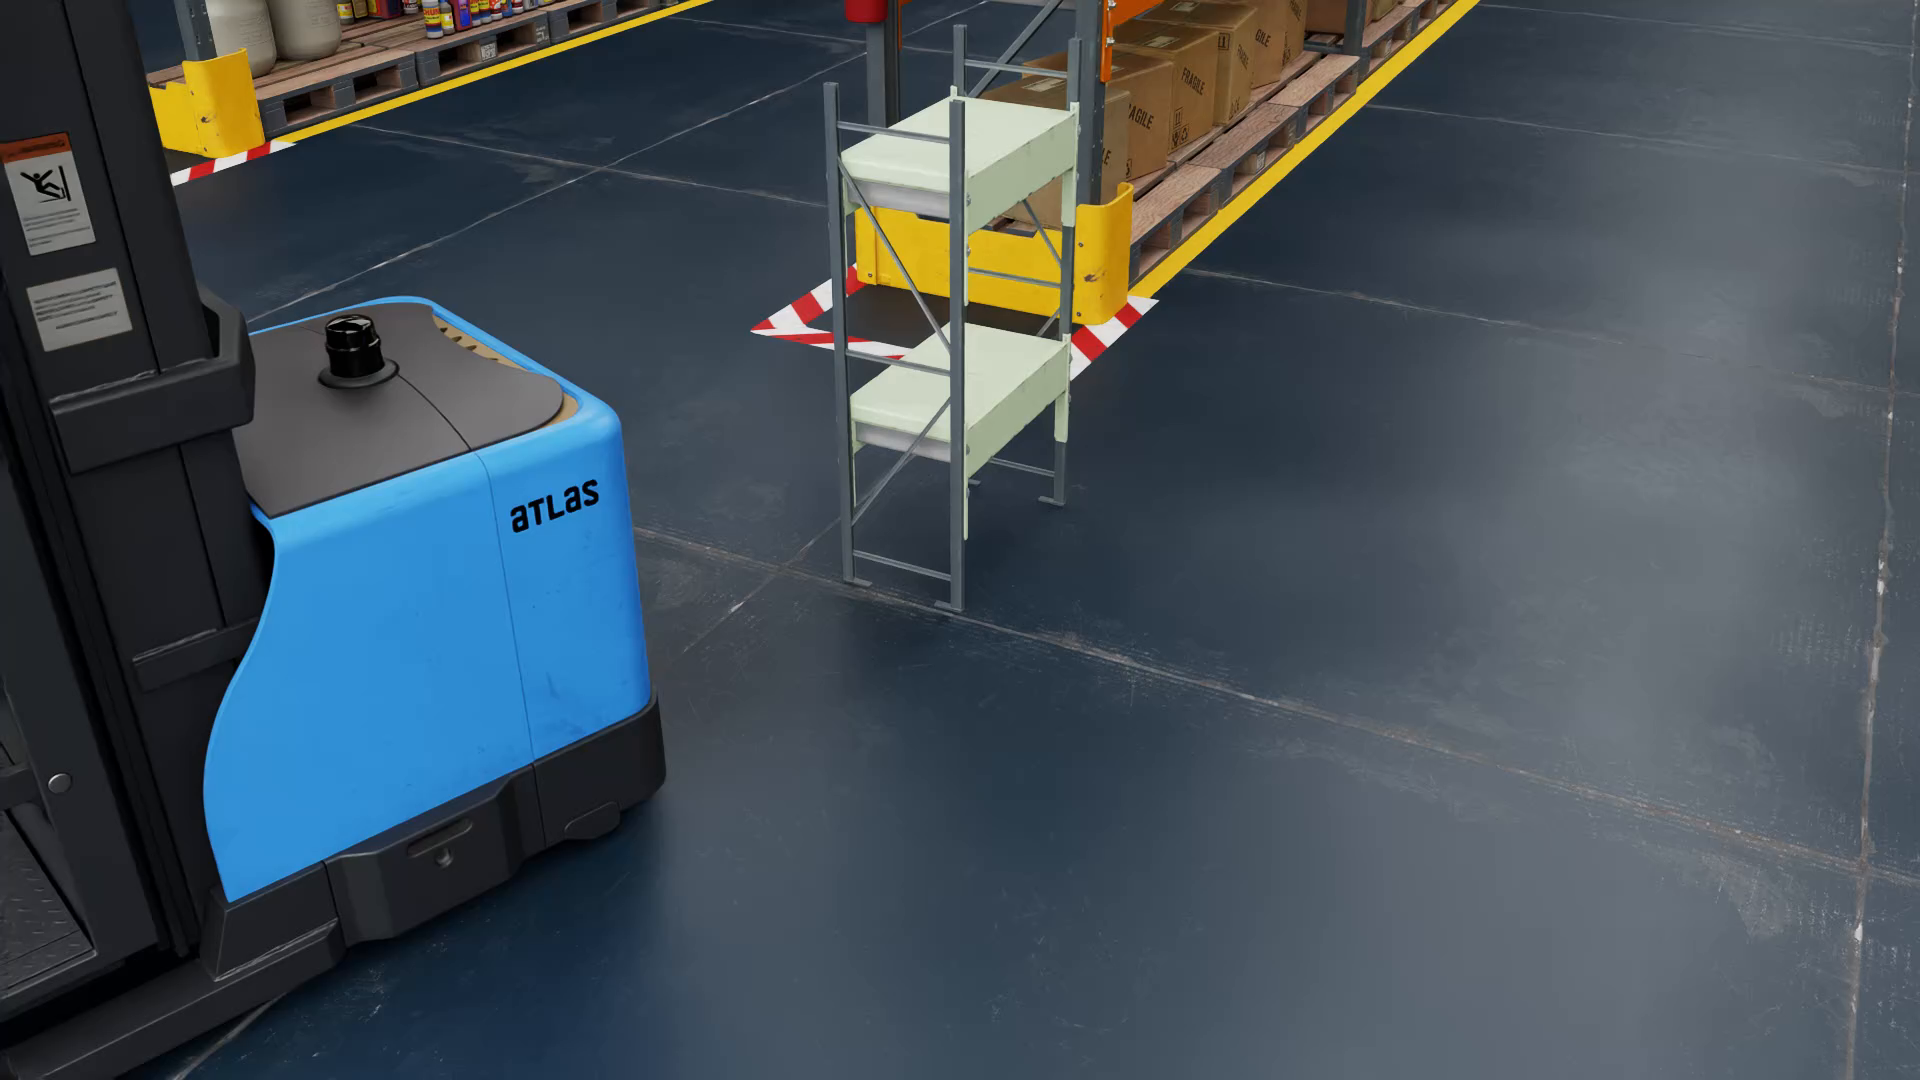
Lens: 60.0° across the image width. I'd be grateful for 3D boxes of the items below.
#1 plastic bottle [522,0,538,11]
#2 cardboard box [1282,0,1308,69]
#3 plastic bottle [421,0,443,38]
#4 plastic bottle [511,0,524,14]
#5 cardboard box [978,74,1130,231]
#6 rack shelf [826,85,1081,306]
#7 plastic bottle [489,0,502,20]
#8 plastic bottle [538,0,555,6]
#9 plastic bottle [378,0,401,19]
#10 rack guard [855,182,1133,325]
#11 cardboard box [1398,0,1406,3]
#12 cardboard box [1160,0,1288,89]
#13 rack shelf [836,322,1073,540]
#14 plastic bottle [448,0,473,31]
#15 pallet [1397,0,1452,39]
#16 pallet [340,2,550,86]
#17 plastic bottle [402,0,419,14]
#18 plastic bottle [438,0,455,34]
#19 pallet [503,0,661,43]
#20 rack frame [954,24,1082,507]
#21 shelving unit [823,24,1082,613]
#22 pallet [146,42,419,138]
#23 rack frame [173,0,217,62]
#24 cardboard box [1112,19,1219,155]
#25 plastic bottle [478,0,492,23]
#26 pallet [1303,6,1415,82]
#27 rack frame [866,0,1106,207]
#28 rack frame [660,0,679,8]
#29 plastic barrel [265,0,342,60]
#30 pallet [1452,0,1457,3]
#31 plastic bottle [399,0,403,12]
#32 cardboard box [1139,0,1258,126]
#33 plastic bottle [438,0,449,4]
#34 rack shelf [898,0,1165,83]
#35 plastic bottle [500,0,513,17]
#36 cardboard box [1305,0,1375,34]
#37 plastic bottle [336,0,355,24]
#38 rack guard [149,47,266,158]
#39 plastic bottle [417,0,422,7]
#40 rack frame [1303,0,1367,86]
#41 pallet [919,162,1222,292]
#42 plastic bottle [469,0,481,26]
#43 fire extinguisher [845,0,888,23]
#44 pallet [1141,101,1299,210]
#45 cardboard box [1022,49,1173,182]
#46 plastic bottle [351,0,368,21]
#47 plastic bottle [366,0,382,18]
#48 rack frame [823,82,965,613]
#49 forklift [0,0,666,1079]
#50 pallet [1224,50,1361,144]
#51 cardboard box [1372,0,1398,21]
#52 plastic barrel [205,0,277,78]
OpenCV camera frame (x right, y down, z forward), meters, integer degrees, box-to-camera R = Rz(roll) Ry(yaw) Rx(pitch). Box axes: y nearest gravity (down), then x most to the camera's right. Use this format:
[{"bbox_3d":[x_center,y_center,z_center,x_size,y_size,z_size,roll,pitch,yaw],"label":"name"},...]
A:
[{"bbox_3d":[-2.843,-3.594,10.790,0.152,0.276,0.135,15,33,24],"label":"plastic bottle"},{"bbox_3d":[1.697,-3.041,9.622,0.500,0.500,0.500,13,32,22],"label":"cardboard box"},{"bbox_3d":[-3.213,-3.202,10.113,0.097,0.271,0.097,0,30,0],"label":"plastic bottle"},{"bbox_3d":[-2.873,-3.503,10.707,0.097,0.201,0.097,0,30,0],"label":"plastic bottle"},{"bbox_3d":[0.392,-1.709,7.303,0.500,0.500,0.500,21,36,32],"label":"cardboard box"},{"bbox_3d":[-0.003,-0.986,4.677,0.431,0.370,0.720,14,33,23],"label":"rack shelf"},{"bbox_3d":[-2.966,-3.412,10.548,0.097,0.201,0.097,0,30,0],"label":"plastic bottle"},{"bbox_3d":[-2.766,-3.698,10.896,0.144,0.351,0.185,14,33,23],"label":"plastic bottle"},{"bbox_3d":[-3.636,-3.470,10.566,0.061,0.283,0.133,14,33,23],"label":"plastic bottle"},{"bbox_3d":[0.127,-1.288,6.991,1.175,0.500,0.348,14,33,23],"label":"rack guard"},{"bbox_3d":[2.702,-3.941,11.169,0.700,0.500,0.500,11,32,19],"label":"cardboard box"},{"bbox_3d":[1.443,-2.786,9.177,0.500,0.500,0.500,-26,39,-37],"label":"cardboard box"},{"bbox_3d":[-0.003,-0.365,5.034,0.431,0.370,0.720,14,33,23],"label":"rack shelf"},{"bbox_3d":[-3.094,-3.304,10.277,0.061,0.283,0.133,15,33,24],"label":"plastic bottle"},{"bbox_3d":[2.823,-3.791,11.639,1.003,0.211,1.213,14,33,23],"label":"pallet"},{"bbox_3d":[-3.392,-3.195,10.601,1.003,0.211,1.213,14,33,23],"label":"pallet"},{"bbox_3d":[-3.548,-3.500,10.700,0.097,0.201,0.097,0,30,0],"label":"plastic bottle"},{"bbox_3d":[-3.166,-3.218,10.210,0.097,0.201,0.097,0,30,0],"label":"plastic bottle"},{"bbox_3d":[-2.837,-3.738,11.547,1.003,0.211,1.213,14,33,23],"label":"pallet"},{"bbox_3d":[0.164,-0.810,5.154,0.400,1.500,0.023,14,33,23],"label":"rack frame"},{"bbox_3d":[-0.003,-0.647,4.871,0.431,1.500,0.755,14,33,23],"label":"shelving unit"},{"bbox_3d":[-3.949,-2.656,9.663,1.003,0.211,1.213,14,33,23],"label":"pallet"},{"bbox_3d":[-4.317,-3.462,8.266,1.000,3.000,0.127,14,33,23],"label":"rack frame"},{"bbox_3d":[0.936,-2.255,8.254,0.500,0.500,0.500,18,34,28],"label":"cardboard box"},{"bbox_3d":[-3.011,-3.399,10.454,0.097,0.271,0.097,0,30,0],"label":"plastic bottle"},{"bbox_3d":[2.268,-3.248,10.693,1.003,0.211,1.213,14,33,23],"label":"pallet"},{"bbox_3d":[0.093,-2.338,6.310,1.000,3.000,0.127,14,33,23],"label":"rack frame"},{"bbox_3d":[-2.494,-5.235,11.354,1.000,3.000,0.127,14,33,23],"label":"rack frame"},{"bbox_3d":[-3.856,-3.096,9.706,0.421,0.512,0.421,0,30,0],"label":"plastic barrel"},{"bbox_3d":[3.380,-4.329,12.577,1.003,0.211,1.213,14,33,23],"label":"pallet"},{"bbox_3d":[-3.668,-3.552,10.717,0.152,0.276,0.135,13,32,22],"label":"plastic bottle"},{"bbox_3d":[1.230,-2.493,8.667,0.500,0.500,0.500,11,32,19],"label":"cardboard box"},{"bbox_3d":[-3.368,-3.686,10.951,0.152,0.276,0.135,14,33,23],"label":"plastic bottle"},{"bbox_3d":[1.004,-2.913,8.033,1.077,0.370,4.000,14,33,23],"label":"rack shelf"},{"bbox_3d":[-2.919,-3.489,10.611,0.097,0.271,0.097,0,30,0],"label":"plastic bottle"},{"bbox_3d":[2.214,-3.486,10.376,0.700,0.500,0.500,12,32,20],"label":"cardboard box"},{"bbox_3d":[-3.870,-3.353,10.444,0.097,0.201,0.097,0,30,0],"label":"plastic bottle"},{"bbox_3d":[-4.324,-2.422,8.966,1.175,0.500,0.348,14,33,23],"label":"rack guard"},{"bbox_3d":[-3.596,-3.659,10.828,0.144,0.351,0.185,16,33,25],"label":"plastic bottle"},{"bbox_3d":[1.915,-4.111,9.397,1.000,3.000,0.127,14,33,23],"label":"rack frame"},{"bbox_3d":[0.529,-1.515,7.676,1.003,0.211,1.213,14,33,23],"label":"pallet"},{"bbox_3d":[-3.057,-3.354,10.377,0.097,0.271,0.097,0,30,0],"label":"plastic bottle"},{"bbox_3d":[-0.370,-2.358,6.423,0.296,0.674,0.183,14,33,23],"label":"fire extinguisher"},{"bbox_3d":[1.086,-2.054,8.614,1.003,0.211,1.213,14,33,23],"label":"pallet"},{"bbox_3d":[0.634,-1.982,7.778,0.500,0.500,0.500,24,38,36],"label":"cardboard box"},{"bbox_3d":[-3.833,-3.444,10.521,0.061,0.283,0.133,15,33,24],"label":"plastic bottle"},{"bbox_3d":[-3.731,-3.491,10.610,0.152,0.276,0.135,15,33,24],"label":"plastic bottle"},{"bbox_3d":[-0.170,-0.485,4.589,0.400,1.500,0.023,14,33,23],"label":"rack frame"},{"bbox_3d":[-2.151,-0.305,2.837,3.031,2.935,1.130,-24,38,-36],"label":"forklift"},{"bbox_3d":[1.640,-2.596,9.559,1.003,0.211,1.213,14,33,23],"label":"pallet"},{"bbox_3d":[2.448,-3.693,10.737,0.700,0.500,0.500,14,33,23],"label":"cardboard box"},{"bbox_3d":[-4.085,-2.874,9.319,0.421,0.512,0.421,0,30,0],"label":"plastic barrel"}]
